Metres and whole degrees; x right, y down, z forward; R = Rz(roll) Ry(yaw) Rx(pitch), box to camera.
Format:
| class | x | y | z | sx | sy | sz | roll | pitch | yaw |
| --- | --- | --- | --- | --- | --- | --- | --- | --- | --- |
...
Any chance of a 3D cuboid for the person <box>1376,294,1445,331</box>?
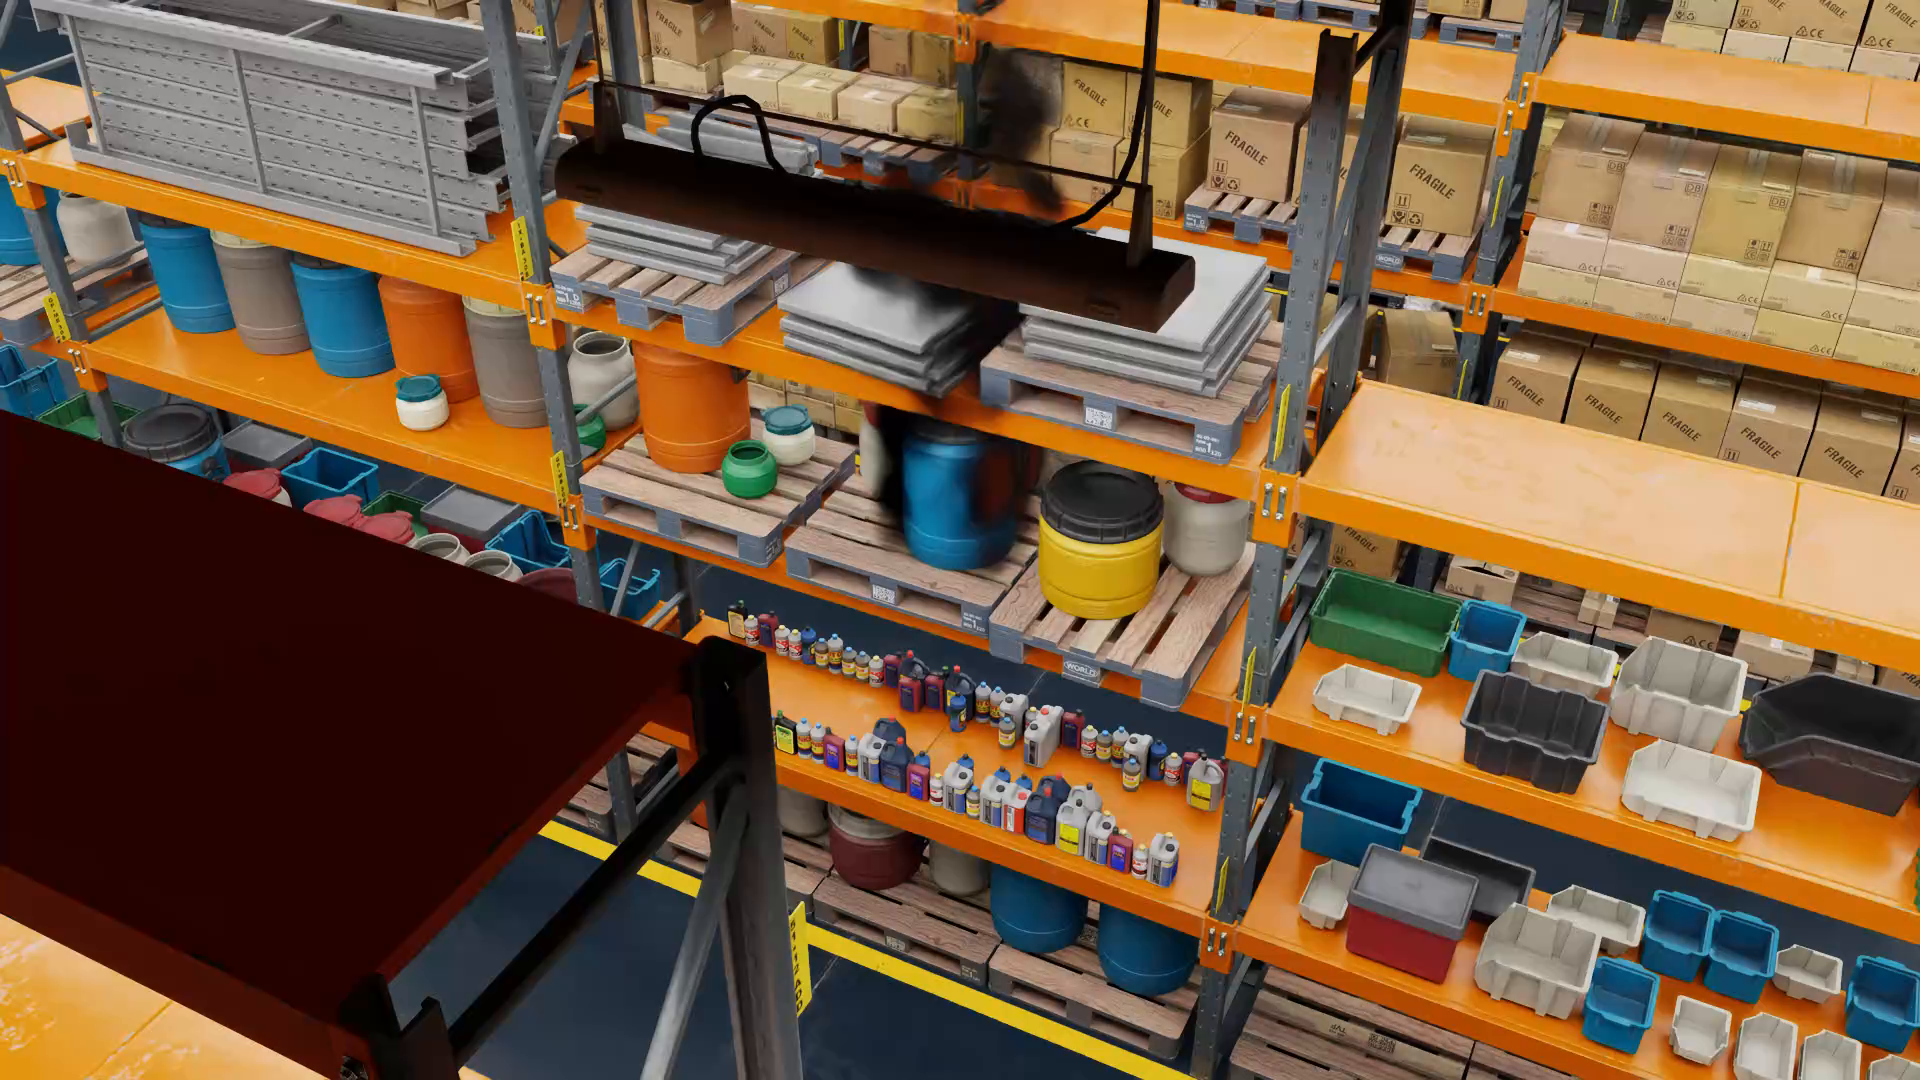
| class | x | y | z | sx | sy | sz | roll | pitch | yaw |
| --- | --- | --- | --- | --- | --- | --- | --- | --- | --- |
| person | 3.980 | -1.632 | 14.748 | 0.759 | 1.755 | 0.558 | 10 | 36 | 14 |

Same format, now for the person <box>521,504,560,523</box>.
| class | x | y | z | sx | sy | sz | roll | pitch | yaw |
| --- | --- | --- | --- | --- | --- | --- | --- | --- | --- |
| person | -3.701 | -0.873 | 13.647 | 0.643 | 1.715 | 0.662 | 8 | 36 | 12 |
